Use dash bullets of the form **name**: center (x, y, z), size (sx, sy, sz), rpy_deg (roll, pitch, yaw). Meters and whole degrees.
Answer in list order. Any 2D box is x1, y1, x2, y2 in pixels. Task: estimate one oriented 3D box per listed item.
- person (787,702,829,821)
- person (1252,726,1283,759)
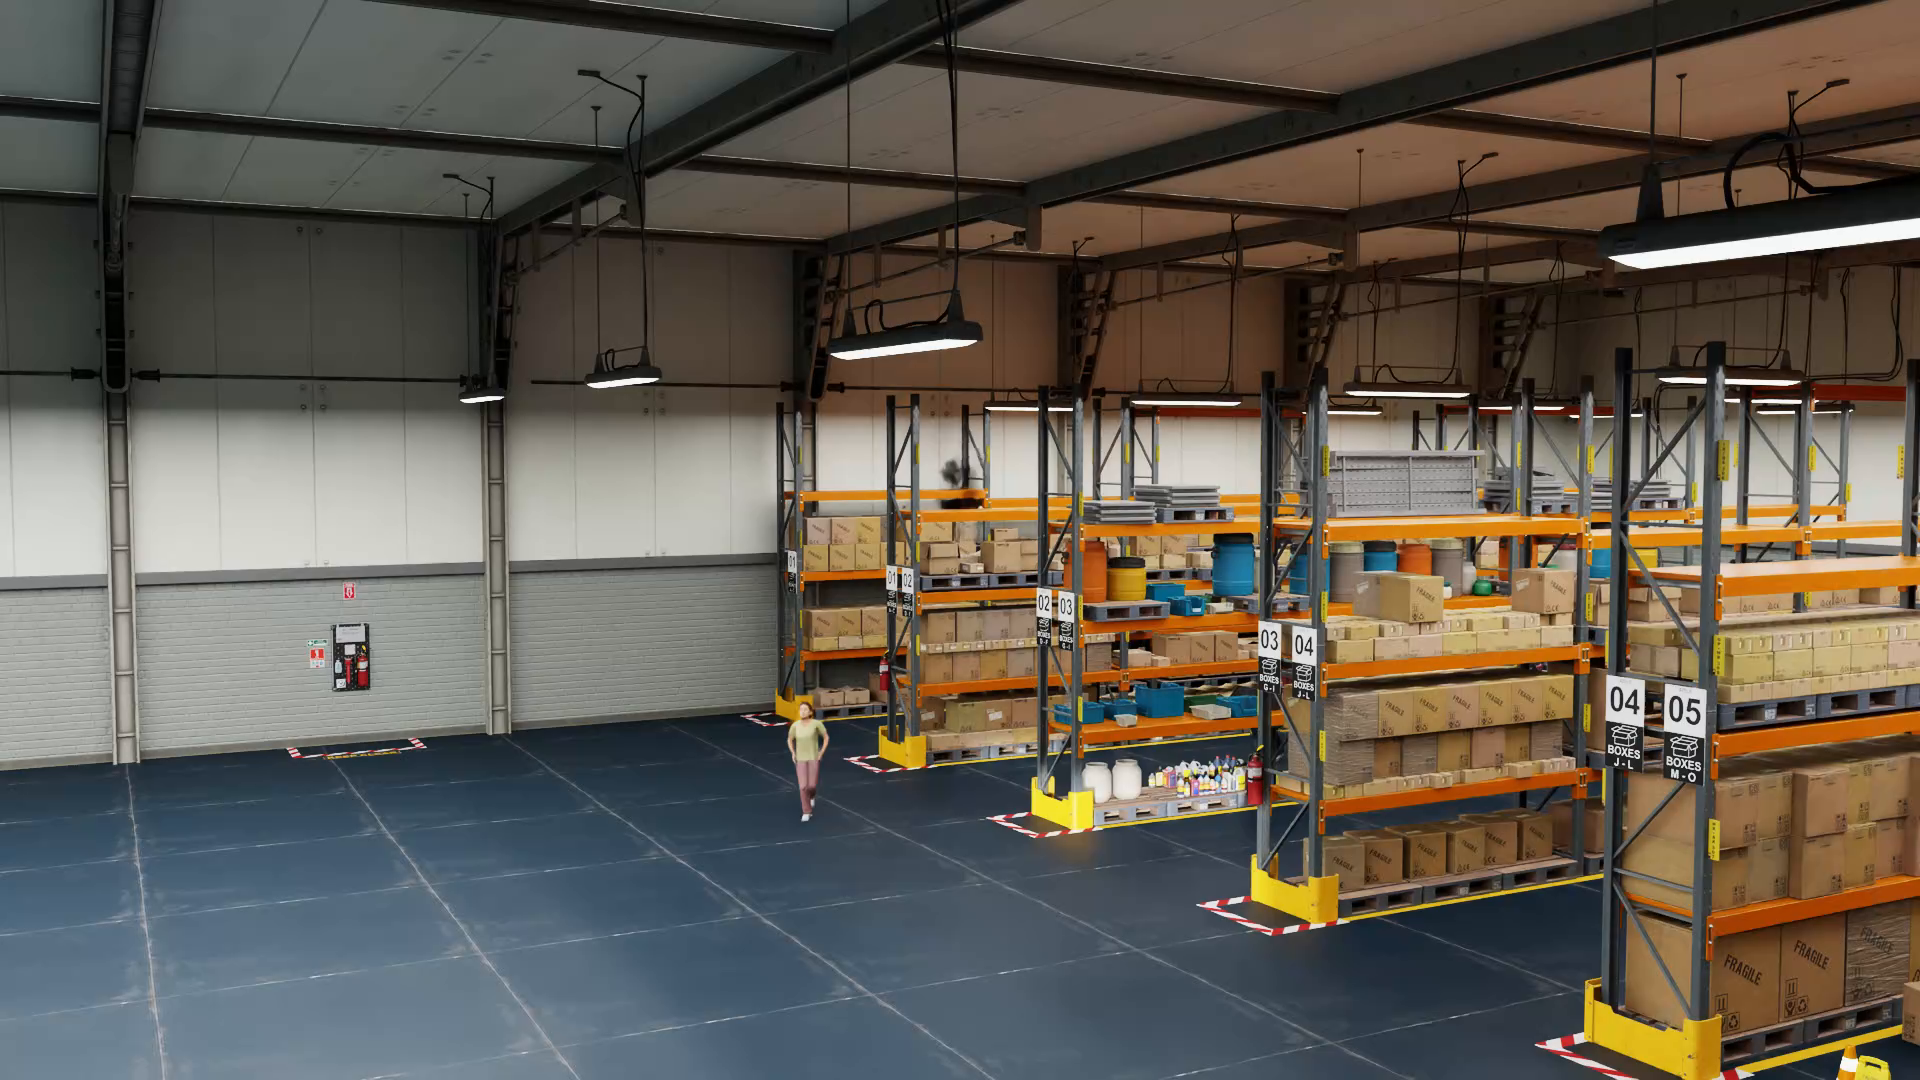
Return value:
- **person**: center (-2.116, 3.052, 23.051), size (0.580, 1.636, 0.547), rpy_deg (0, 3, 3)
- **person**: center (5.004, 2.839, 27.102), size (0.691, 1.612, 0.503), rpy_deg (-3, 4, -40)
